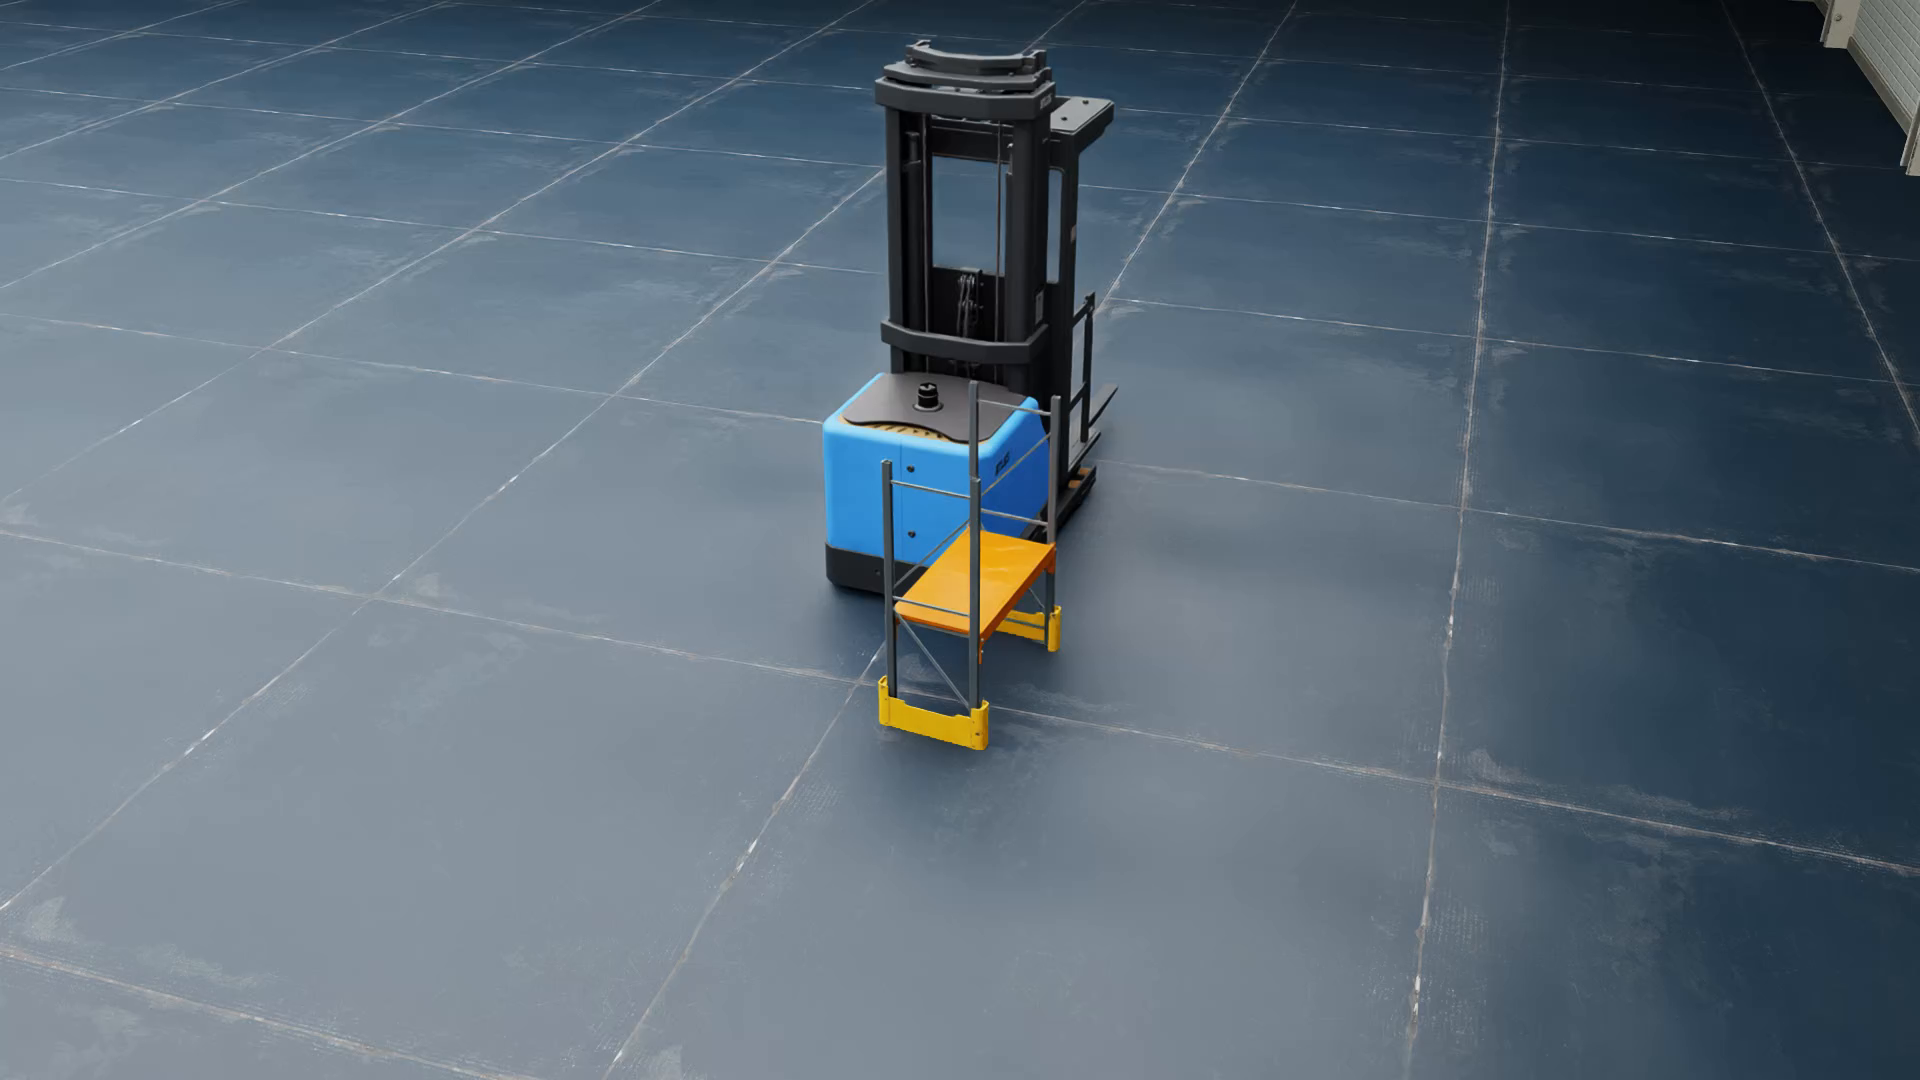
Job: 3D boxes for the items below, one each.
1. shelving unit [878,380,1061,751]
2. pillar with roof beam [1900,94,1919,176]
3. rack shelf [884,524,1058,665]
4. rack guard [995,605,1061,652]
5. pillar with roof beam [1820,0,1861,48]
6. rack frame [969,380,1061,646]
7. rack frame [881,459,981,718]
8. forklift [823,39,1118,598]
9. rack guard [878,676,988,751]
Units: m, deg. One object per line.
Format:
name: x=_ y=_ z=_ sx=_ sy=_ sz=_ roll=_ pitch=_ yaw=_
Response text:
shelving unit: x=0.068 y=0.109 z=8.511 sx=0.587 sy=1.500 sz=1.083 roll=12 pitch=31 yaw=21
pillar with roof beam: x=5.731 y=-8.334 z=15.975 sx=9.100 sy=9.000 sz=0.400 roll=8 pitch=30 yaw=15
rack shelf: x=0.072 y=0.262 z=8.606 sx=0.538 sy=0.185 sz=1.000 roll=12 pitch=31 yaw=21
rack guard: x=0.274 y=0.435 z=9.211 sx=0.587 sy=0.250 sz=0.087 roll=12 pitch=31 yaw=21
pillar with roof beam: x=7.492 y=-11.123 z=20.987 sx=9.100 sy=9.000 sz=0.400 roll=8 pitch=30 yaw=15
rack frame: x=0.282 y=-0.120 z=8.923 sx=0.500 sy=1.500 sz=0.032 roll=12 pitch=31 yaw=21
rack frame: x=-0.137 y=0.330 z=8.113 sx=0.500 sy=1.500 sz=0.032 roll=12 pitch=31 yaw=21
forklift: x=0.239 y=-1.569 z=10.056 sx=1.130 sy=2.935 sz=3.031 roll=11 pitch=31 yaw=19
rack guard: x=-0.137 y=0.876 z=8.418 sx=0.587 sy=0.250 sz=0.087 roll=12 pitch=31 yaw=21
